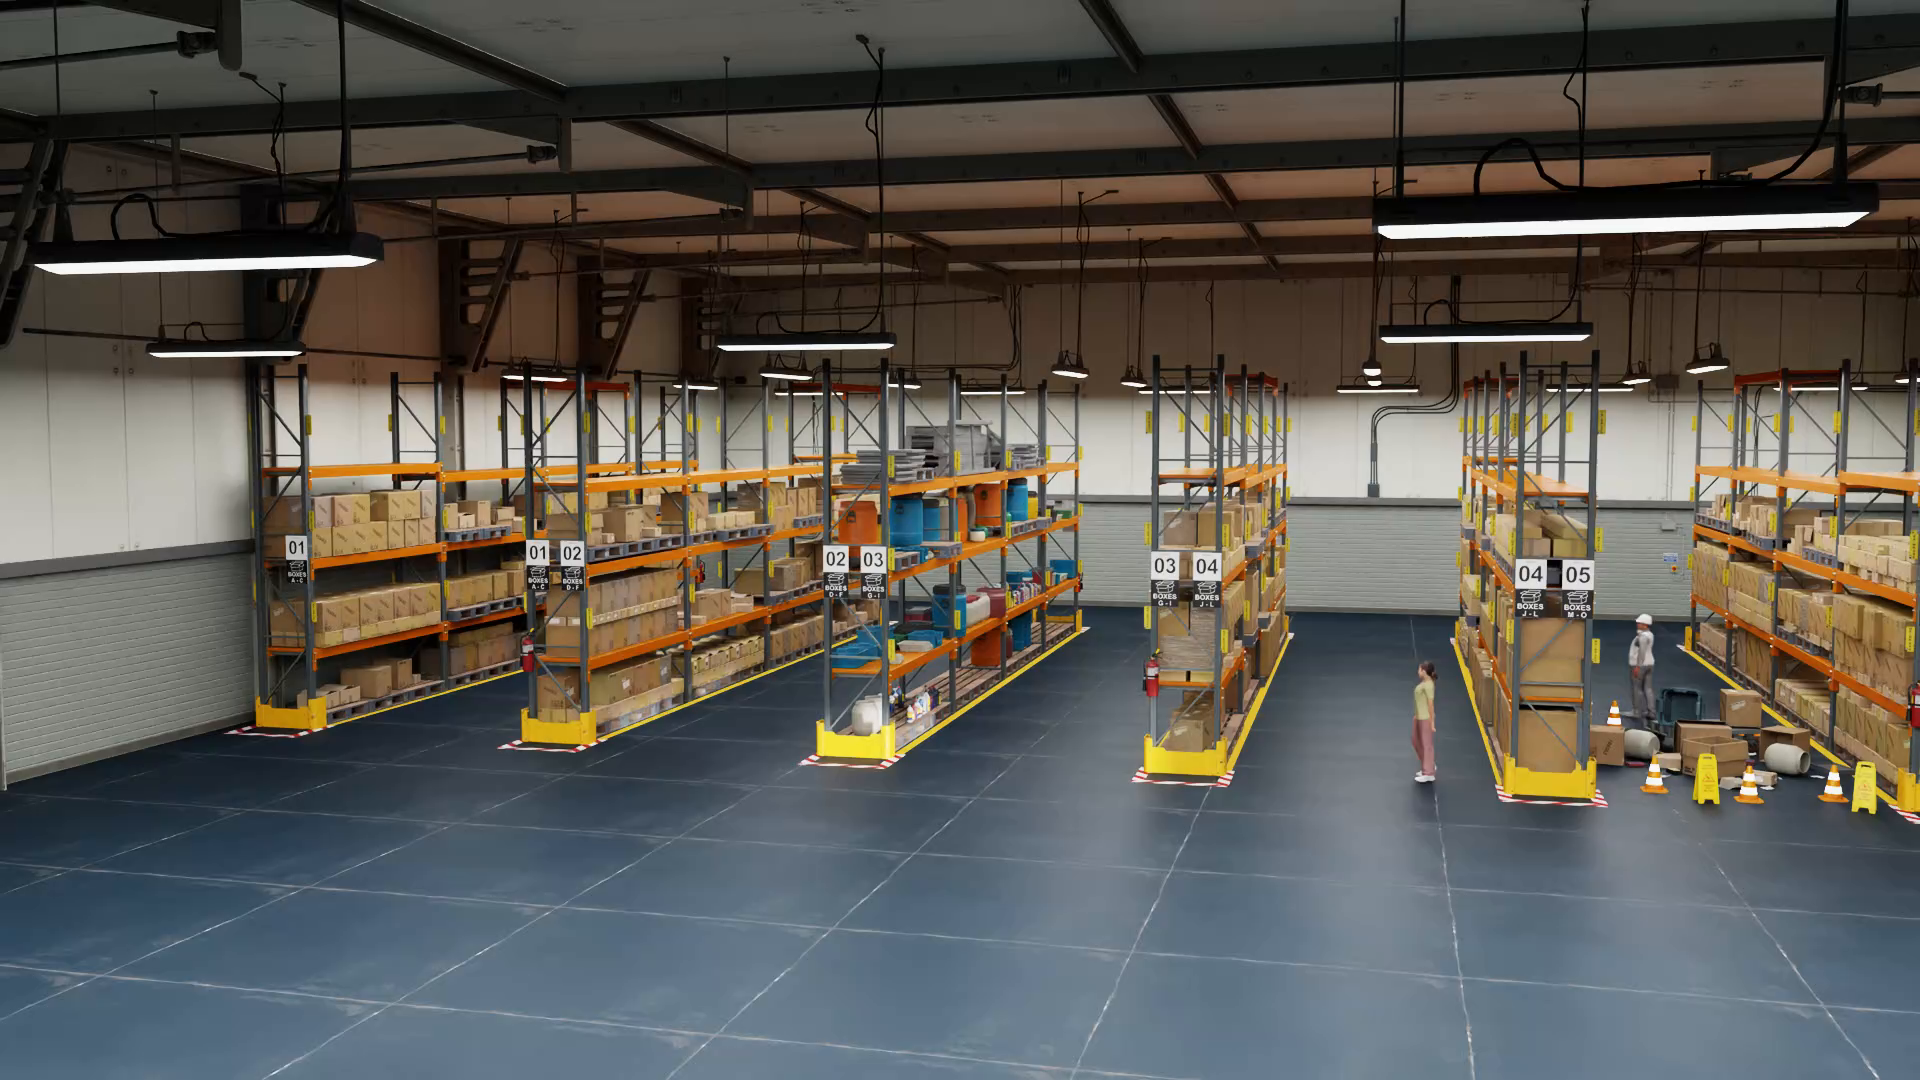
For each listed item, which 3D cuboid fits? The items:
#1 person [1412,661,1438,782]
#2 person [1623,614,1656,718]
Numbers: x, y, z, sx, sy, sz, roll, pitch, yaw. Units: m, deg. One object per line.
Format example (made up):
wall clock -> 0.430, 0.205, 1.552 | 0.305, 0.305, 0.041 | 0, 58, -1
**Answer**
person -> 6.580, 2.538, 23.446 | 0.358, 1.673, 0.504 | 0, 4, 7
person -> 11.698, 2.159, 28.493 | 0.554, 1.776, 0.462 | -2, 5, -29
